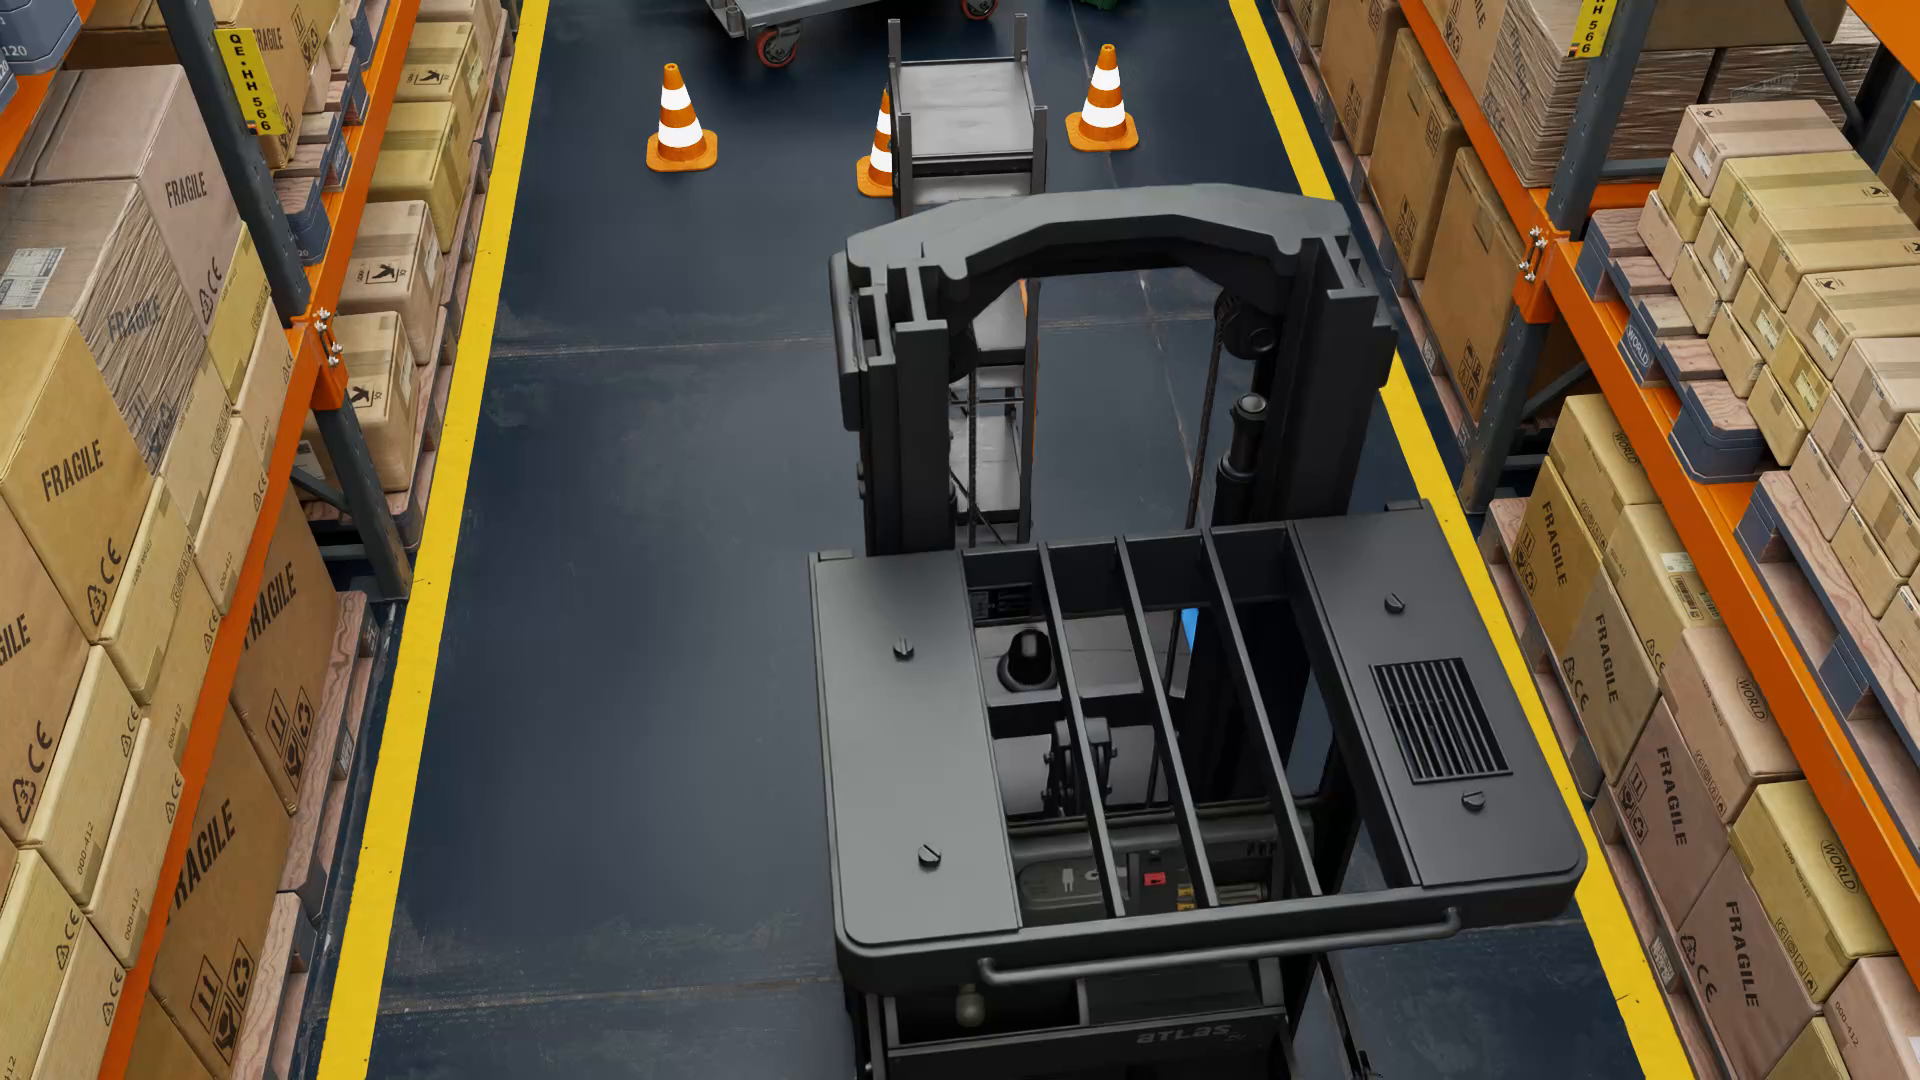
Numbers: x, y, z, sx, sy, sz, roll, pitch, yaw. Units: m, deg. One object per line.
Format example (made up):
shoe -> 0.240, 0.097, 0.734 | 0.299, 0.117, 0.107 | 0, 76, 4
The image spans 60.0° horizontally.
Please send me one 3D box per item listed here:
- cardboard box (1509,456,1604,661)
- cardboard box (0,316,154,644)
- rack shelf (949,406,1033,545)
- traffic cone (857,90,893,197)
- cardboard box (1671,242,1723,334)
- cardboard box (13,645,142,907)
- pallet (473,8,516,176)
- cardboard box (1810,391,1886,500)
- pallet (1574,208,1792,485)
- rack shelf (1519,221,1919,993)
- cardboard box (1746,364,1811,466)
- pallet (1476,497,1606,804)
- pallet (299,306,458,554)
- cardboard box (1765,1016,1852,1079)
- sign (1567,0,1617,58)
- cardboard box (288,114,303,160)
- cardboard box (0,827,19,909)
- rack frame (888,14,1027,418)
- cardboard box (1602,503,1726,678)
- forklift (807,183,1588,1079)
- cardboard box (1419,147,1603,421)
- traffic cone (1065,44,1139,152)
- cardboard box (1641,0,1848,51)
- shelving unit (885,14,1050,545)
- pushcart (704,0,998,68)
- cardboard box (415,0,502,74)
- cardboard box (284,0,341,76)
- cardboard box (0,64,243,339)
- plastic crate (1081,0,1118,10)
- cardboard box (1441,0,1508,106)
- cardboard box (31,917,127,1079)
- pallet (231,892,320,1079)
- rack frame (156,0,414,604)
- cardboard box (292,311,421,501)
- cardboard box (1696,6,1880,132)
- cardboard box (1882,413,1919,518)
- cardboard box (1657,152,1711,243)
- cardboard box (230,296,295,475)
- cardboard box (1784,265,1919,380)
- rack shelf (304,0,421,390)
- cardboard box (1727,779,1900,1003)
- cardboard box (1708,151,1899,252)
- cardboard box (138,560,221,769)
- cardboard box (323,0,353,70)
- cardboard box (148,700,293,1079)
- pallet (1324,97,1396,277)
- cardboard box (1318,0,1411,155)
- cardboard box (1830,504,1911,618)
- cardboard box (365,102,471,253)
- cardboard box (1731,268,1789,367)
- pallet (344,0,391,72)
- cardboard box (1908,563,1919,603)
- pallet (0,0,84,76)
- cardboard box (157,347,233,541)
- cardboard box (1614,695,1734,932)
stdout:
cardboard box -> 2.226, 0.045, 5.574 | 0.500, 0.500, 0.500 | -5, 47, -5
cardboard box -> -2.114, -0.113, 3.533 | 0.500, 0.500, 0.500 | -3, 47, -3
rack shelf -> 0.014, -0.112, 5.892 | 0.431, 0.518, 0.480 | -3, 47, -3
traffic cone -> -0.319, -1.884, 7.715 | 0.336, 0.463, 0.334 | -3, 47, -3
cardboard box -> 2.279, -0.725, 4.755 | 0.380, 0.149, 0.250 | -1, 47, -1
cardboard box -> -2.056, 0.507, 3.463 | 0.500, 0.250, 0.500 | -5, 47, -4
pallet -> -2.772, -2.195, 8.184 | 1.003, 0.211, 1.213 | -3, 47, -3
cardboard box -> 2.353, -0.244, 4.094 | 0.380, 0.149, 0.250 | -3, 47, -3
pallet -> 2.586, -0.622, 4.905 | 1.213, 0.211, 1.003 | -3, 47, -3
rack shelf -> 2.588, 0.497, 4.209 | 1.077, 0.370, 4.000 | -3, 47, -3
cardboard box -> 2.326, -0.335, 4.385 | 0.380, 0.149, 0.250 | -2, 47, -1
pallet -> 2.484, 0.327, 5.795 | 1.003, 0.211, 1.213 | -3, 47, -3
pallet -> -2.568, -0.430, 6.512 | 1.003, 0.211, 1.213 | -3, 47, -3
cardboard box -> 2.400, 1.521, 4.176 | 0.500, 0.500, 0.500 | -4, 47, -4
sign -> 1.868, -1.559, 4.863 | 0.100, 0.325, 0.005 | -3, 47, -3
cardboard box -> -2.336, -1.334, 5.331 | 0.380, 0.149, 0.250 | -6, 47, -6
cardboard box -> -2.029, 0.627, 2.832 | 0.500, 0.500, 0.500 | -5, 47, -4
rack frame -> -0.007, -0.779, 5.541 | 0.400, 2.100, 0.015 | -3, 47, -3
cardboard box -> 2.279, 0.141, 4.967 | 0.500, 0.250, 0.500 | -4, 47, -4
forklift -> 0.316, 0.900, 3.379 | 1.130, 2.935, 3.031 | -5, 47, -5
cardboard box -> 2.459, -1.014, 6.405 | 1.050, 0.750, 0.750 | -4, 47, -4
traffic cone -> 0.693, -2.157, 7.974 | 0.336, 0.463, 0.334 | -3, 47, -3
cardboard box -> 2.393, -1.901, 5.227 | 0.700, 0.500, 0.500 | -4, 47, -4
shelving unit -> 0.014, -0.602, 5.374 | 0.431, 2.100, 0.503 | -3, 47, -3
pushcart -> -0.571, -2.990, 8.822 | 1.648, 0.377, 0.936 | -19, 49, -17
cardboard box -> -2.792, -2.579, 8.147 | 0.950, 0.372, 0.625 | -3, 47, -3
cardboard box -> -2.361, -1.820, 5.345 | 0.500, 0.500, 0.500 | -1, 47, -1
cardboard box -> -2.200, -0.843, 4.225 | 0.500, 0.500, 0.500 | -5, 47, -4
plastic crate -> 0.766, -3.190, 9.102 | 0.450, 0.188, 0.662 | 25, 51, 9
cardboard box -> 2.075, -1.902, 5.917 | 0.500, 0.500, 0.500 | -3, 47, -3
cardboard box -> -2.015, 1.042, 3.300 | 0.500, 0.250, 0.500 | -4, 47, -4
pallet -> -2.414, 1.591, 4.597 | 1.003, 0.211, 1.213 | -3, 47, -3
rack frame -> -2.504, -0.823, 4.964 | 1.000, 3.000, 0.127 | -3, 47, -3
cardboard box -> -2.541, -0.473, 6.153 | 0.950, 0.372, 0.625 | -6, 47, -6
cardboard box -> 2.652, -1.573, 5.605 | 0.500, 0.500, 0.500 | -3, 47, -3
cardboard box -> 2.378, -0.163, 3.812 | 0.380, 0.149, 0.250 | -2, 47, -2
cardboard box -> 2.261, -0.996, 4.806 | 0.380, 0.149, 0.250 | -2, 47, -2
cardboard box -> -2.203, -0.421, 4.687 | 0.500, 0.250, 0.500 | -5, 47, -5
cardboard box -> 2.329, -0.550, 4.179 | 0.380, 0.149, 0.250 | -5, 47, -5
rack shelf -> -2.671, -2.023, 6.595 | 1.077, 0.370, 4.000 | -3, 47, -3
cardboard box -> 2.353, 0.876, 4.270 | 0.500, 0.250, 0.500 | -5, 47, -5
cardboard box -> 2.291, -0.919, 4.529 | 0.380, 0.149, 0.250 | -5, 47, -4
cardboard box -> -2.118, 0.312, 3.991 | 0.500, 0.250, 0.500 | -4, 47, -4
cardboard box -> -2.315, -1.735, 5.711 | 0.380, 0.149, 0.250 | -3, 47, -3
cardboard box -> -2.458, 0.913, 4.493 | 0.875, 0.875, 0.875 | -3, 47, -3
pallet -> 2.331, -1.694, 7.709 | 1.003, 0.211, 1.213 | -3, 47, -3
cardboard box -> 2.304, -2.320, 7.642 | 1.050, 0.750, 0.750 | -3, 47, -3
cardboard box -> 2.370, 0.040, 4.030 | 0.380, 0.149, 0.250 | -3, 47, -3
cardboard box -> -2.669, -1.556, 7.178 | 0.950, 0.372, 0.625 | -2, 47, -2
cardboard box -> 2.311, -0.607, 4.437 | 0.380, 0.149, 0.250 | -5, 47, -5
pallet -> -2.710, -2.187, 6.387 | 1.003, 0.211, 1.213 | -3, 47, -3
cardboard box -> 2.397, 0.131, 3.739 | 0.380, 0.149, 0.250 | -2, 47, -2
pallet -> -2.397, -1.327, 3.505 | 1.213, 0.211, 1.003 | -2, 47, -1
cardboard box -> -2.163, -0.238, 4.168 | 0.500, 0.250, 0.500 | -5, 47, -4
cardboard box -> 2.319, 0.780, 4.878 | 0.500, 0.500, 0.500 | -5, 47, -4
